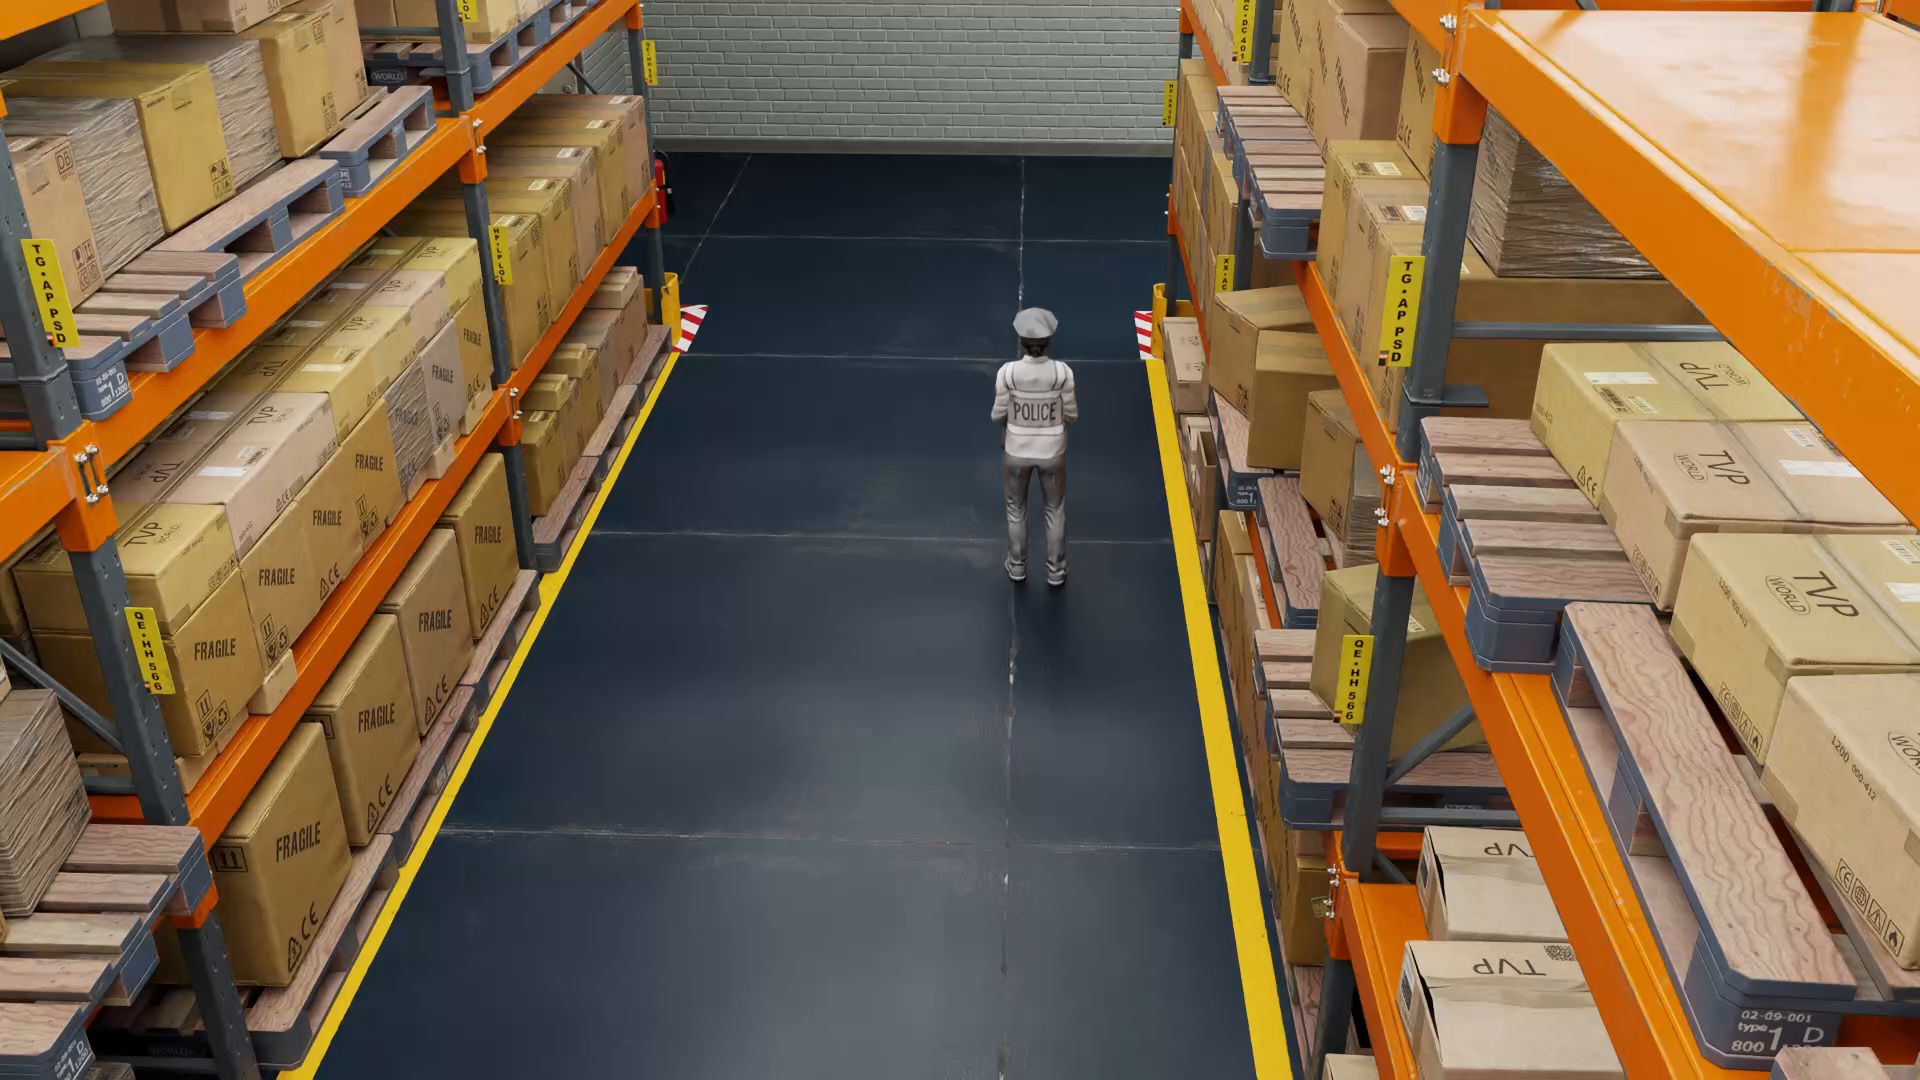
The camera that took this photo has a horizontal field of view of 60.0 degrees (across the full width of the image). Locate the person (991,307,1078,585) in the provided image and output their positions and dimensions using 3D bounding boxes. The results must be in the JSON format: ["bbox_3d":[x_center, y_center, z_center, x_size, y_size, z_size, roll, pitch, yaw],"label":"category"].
[{"bbox_3d":[0.424,-0.529,9.584,0.498,1.686,0.425,1,28,1],"label":"person"}]
